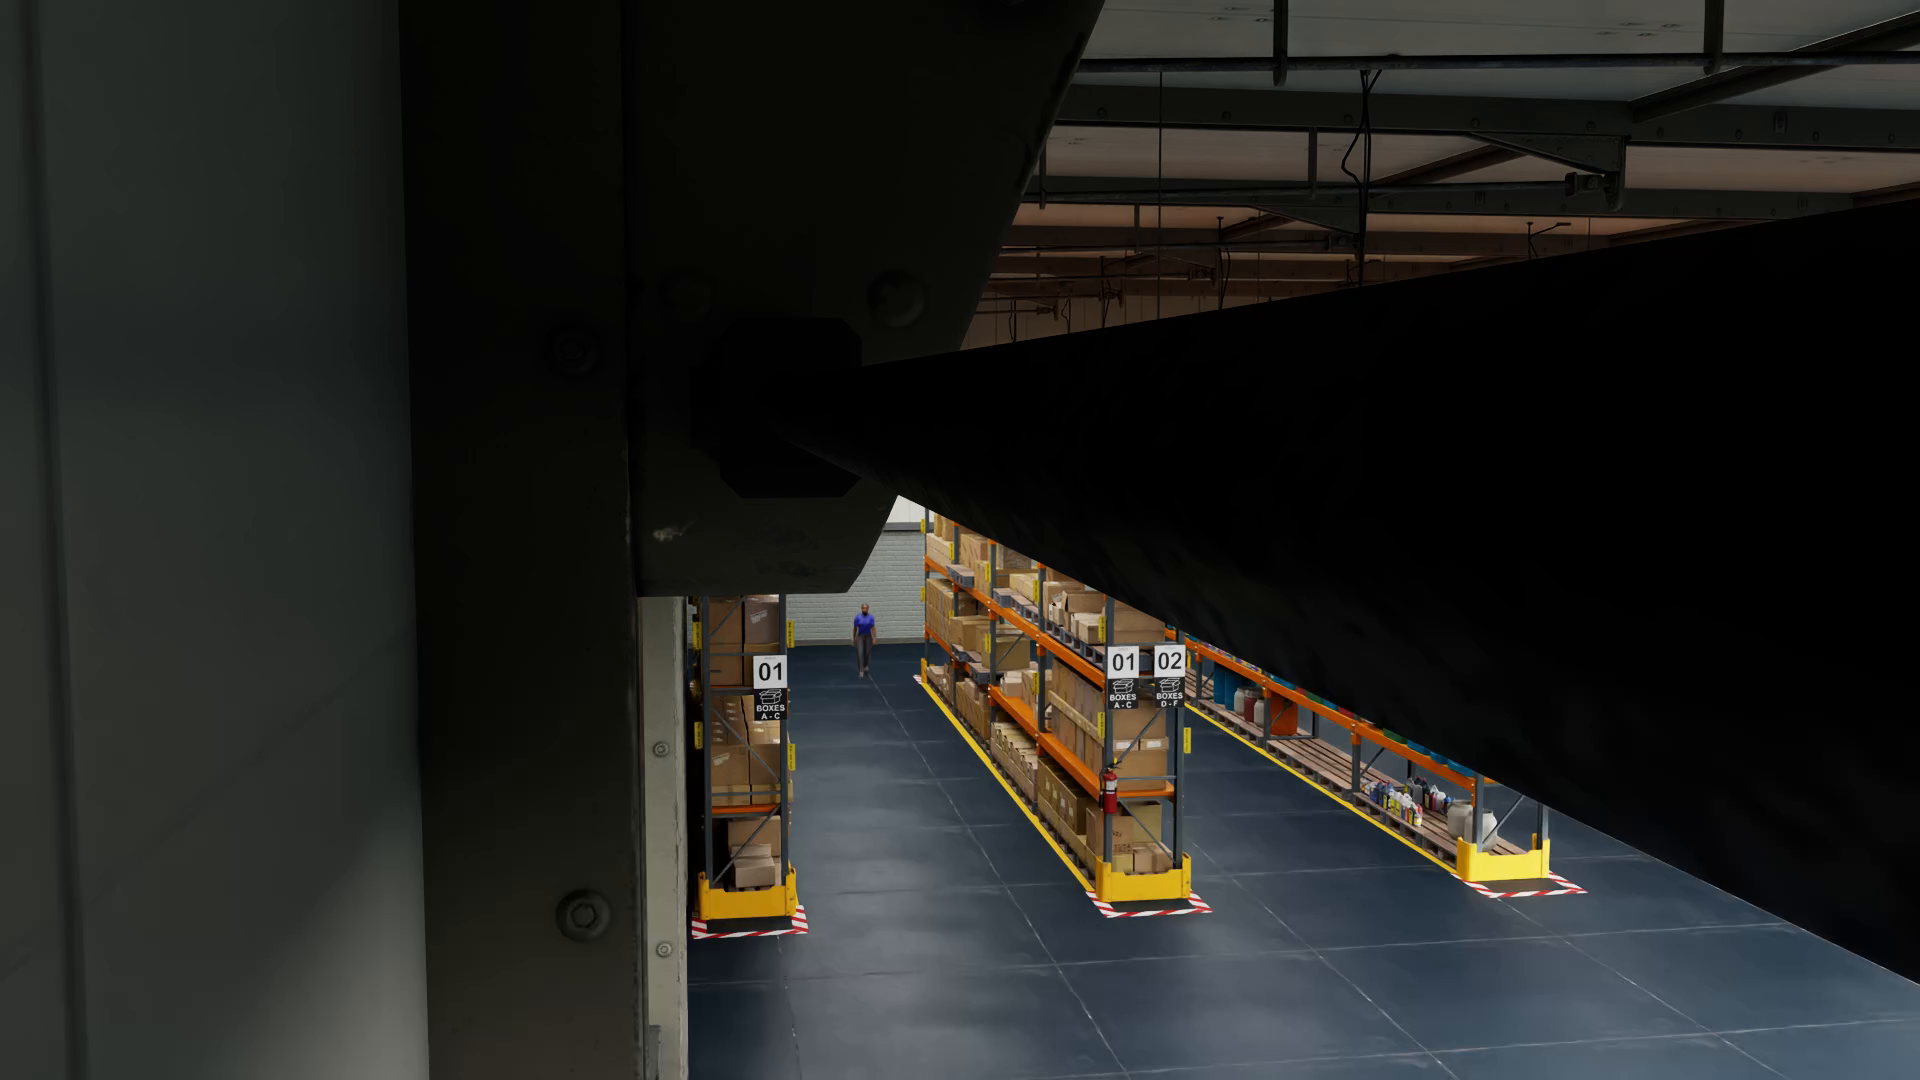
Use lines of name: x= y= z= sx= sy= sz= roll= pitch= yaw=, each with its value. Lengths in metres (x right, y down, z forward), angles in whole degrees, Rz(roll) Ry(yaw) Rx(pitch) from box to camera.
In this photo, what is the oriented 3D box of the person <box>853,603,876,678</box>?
person: x=-2.146 y=2.229 z=37.352 sx=0.490 sy=1.580 sz=1.031 roll=-1 pitch=5 yaw=-9
